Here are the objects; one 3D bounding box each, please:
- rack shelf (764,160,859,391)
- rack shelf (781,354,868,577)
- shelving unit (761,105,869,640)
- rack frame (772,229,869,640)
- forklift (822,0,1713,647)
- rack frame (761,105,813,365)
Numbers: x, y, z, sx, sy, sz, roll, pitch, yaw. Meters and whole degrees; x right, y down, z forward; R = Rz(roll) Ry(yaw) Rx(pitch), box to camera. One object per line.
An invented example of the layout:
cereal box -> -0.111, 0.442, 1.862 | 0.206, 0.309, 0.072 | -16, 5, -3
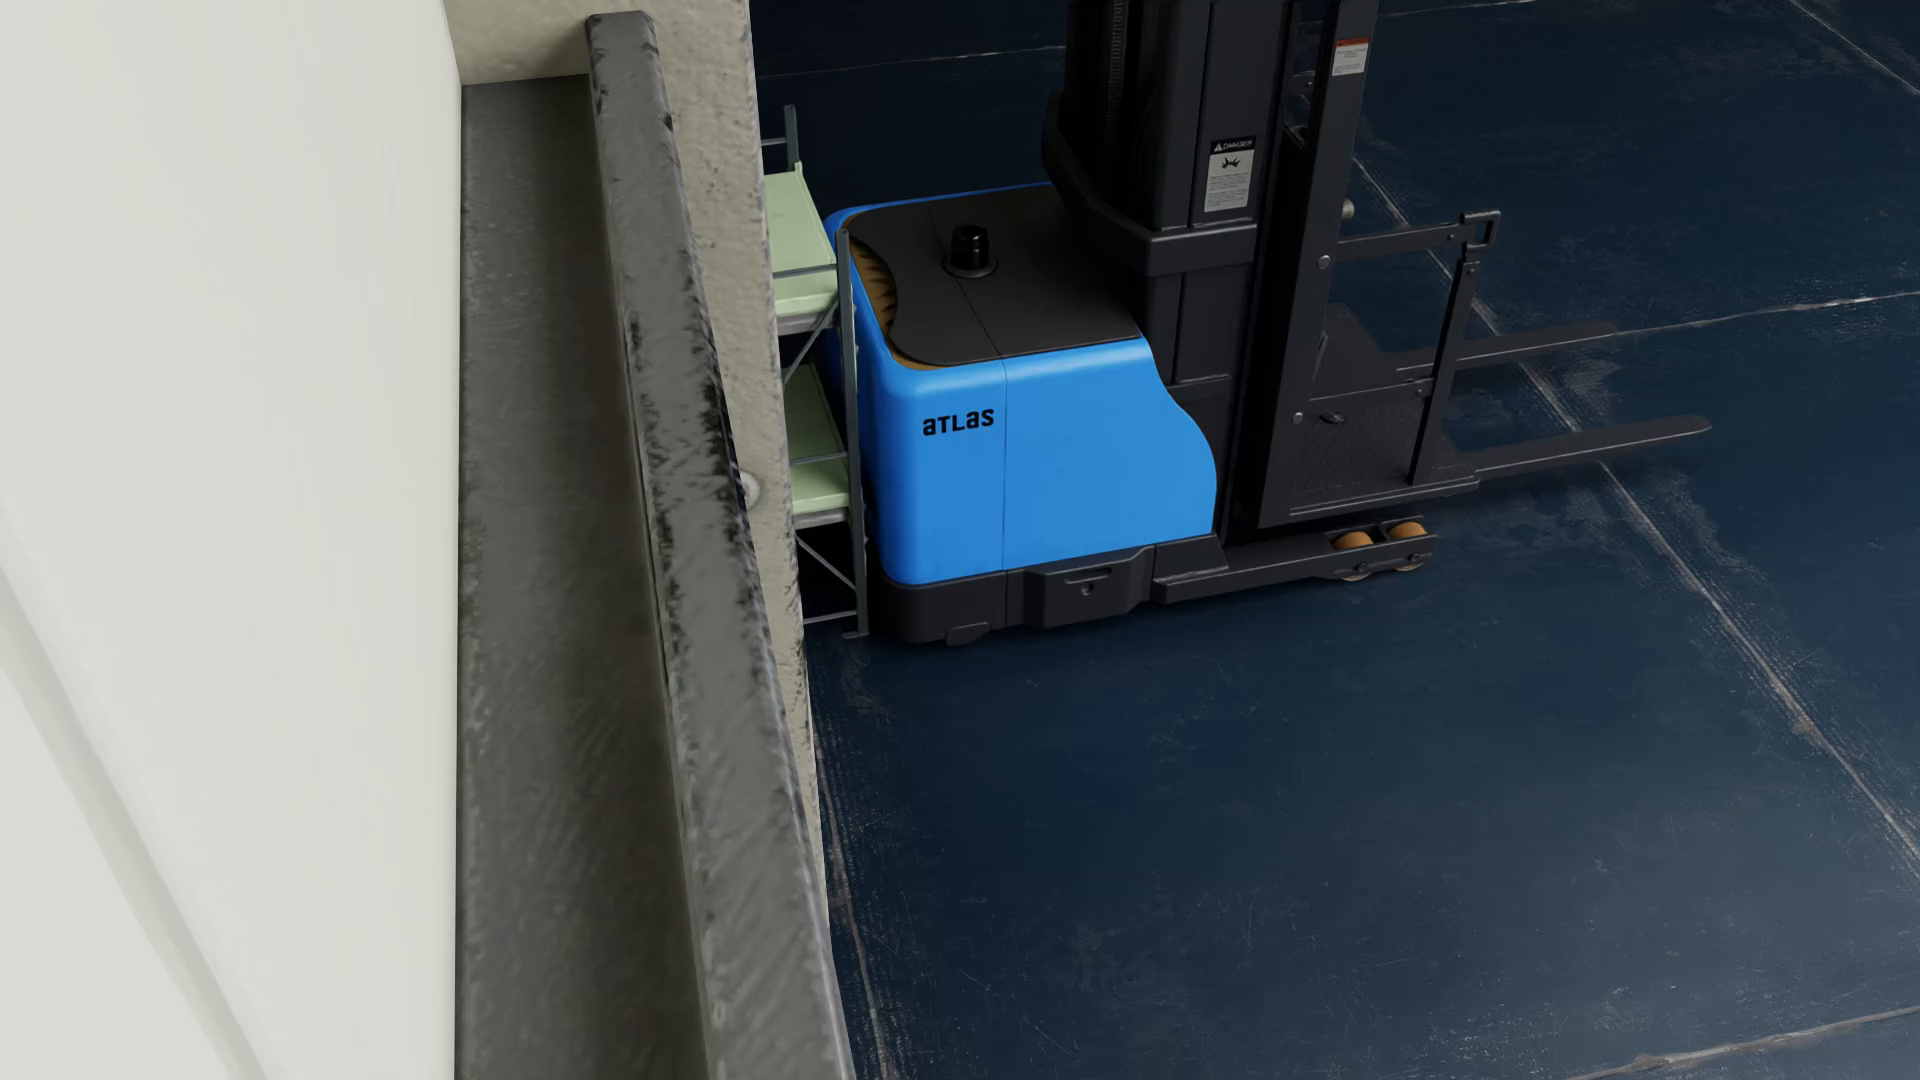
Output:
rack shelf -> -0.587, -0.751, 4.878 | 0.431, 0.370, 0.720 | -10, 43, -11
rack shelf -> -0.587, -0.215, 5.353 | 0.431, 0.370, 0.720 | -10, 43, -11
shelving unit -> -0.587, -0.459, 5.137 | 0.431, 1.500, 0.755 | -10, 43, -11
rack frame -> -0.491, -0.224, 4.873 | 0.400, 1.500, 0.023 | -10, 43, -11
forklift -> 1.110, -1.289, 4.995 | 3.031, 2.935, 1.130 | -10, 43, -11
rack frame -> -0.684, -0.693, 5.401 | 0.400, 1.500, 0.023 | -10, 43, -11
